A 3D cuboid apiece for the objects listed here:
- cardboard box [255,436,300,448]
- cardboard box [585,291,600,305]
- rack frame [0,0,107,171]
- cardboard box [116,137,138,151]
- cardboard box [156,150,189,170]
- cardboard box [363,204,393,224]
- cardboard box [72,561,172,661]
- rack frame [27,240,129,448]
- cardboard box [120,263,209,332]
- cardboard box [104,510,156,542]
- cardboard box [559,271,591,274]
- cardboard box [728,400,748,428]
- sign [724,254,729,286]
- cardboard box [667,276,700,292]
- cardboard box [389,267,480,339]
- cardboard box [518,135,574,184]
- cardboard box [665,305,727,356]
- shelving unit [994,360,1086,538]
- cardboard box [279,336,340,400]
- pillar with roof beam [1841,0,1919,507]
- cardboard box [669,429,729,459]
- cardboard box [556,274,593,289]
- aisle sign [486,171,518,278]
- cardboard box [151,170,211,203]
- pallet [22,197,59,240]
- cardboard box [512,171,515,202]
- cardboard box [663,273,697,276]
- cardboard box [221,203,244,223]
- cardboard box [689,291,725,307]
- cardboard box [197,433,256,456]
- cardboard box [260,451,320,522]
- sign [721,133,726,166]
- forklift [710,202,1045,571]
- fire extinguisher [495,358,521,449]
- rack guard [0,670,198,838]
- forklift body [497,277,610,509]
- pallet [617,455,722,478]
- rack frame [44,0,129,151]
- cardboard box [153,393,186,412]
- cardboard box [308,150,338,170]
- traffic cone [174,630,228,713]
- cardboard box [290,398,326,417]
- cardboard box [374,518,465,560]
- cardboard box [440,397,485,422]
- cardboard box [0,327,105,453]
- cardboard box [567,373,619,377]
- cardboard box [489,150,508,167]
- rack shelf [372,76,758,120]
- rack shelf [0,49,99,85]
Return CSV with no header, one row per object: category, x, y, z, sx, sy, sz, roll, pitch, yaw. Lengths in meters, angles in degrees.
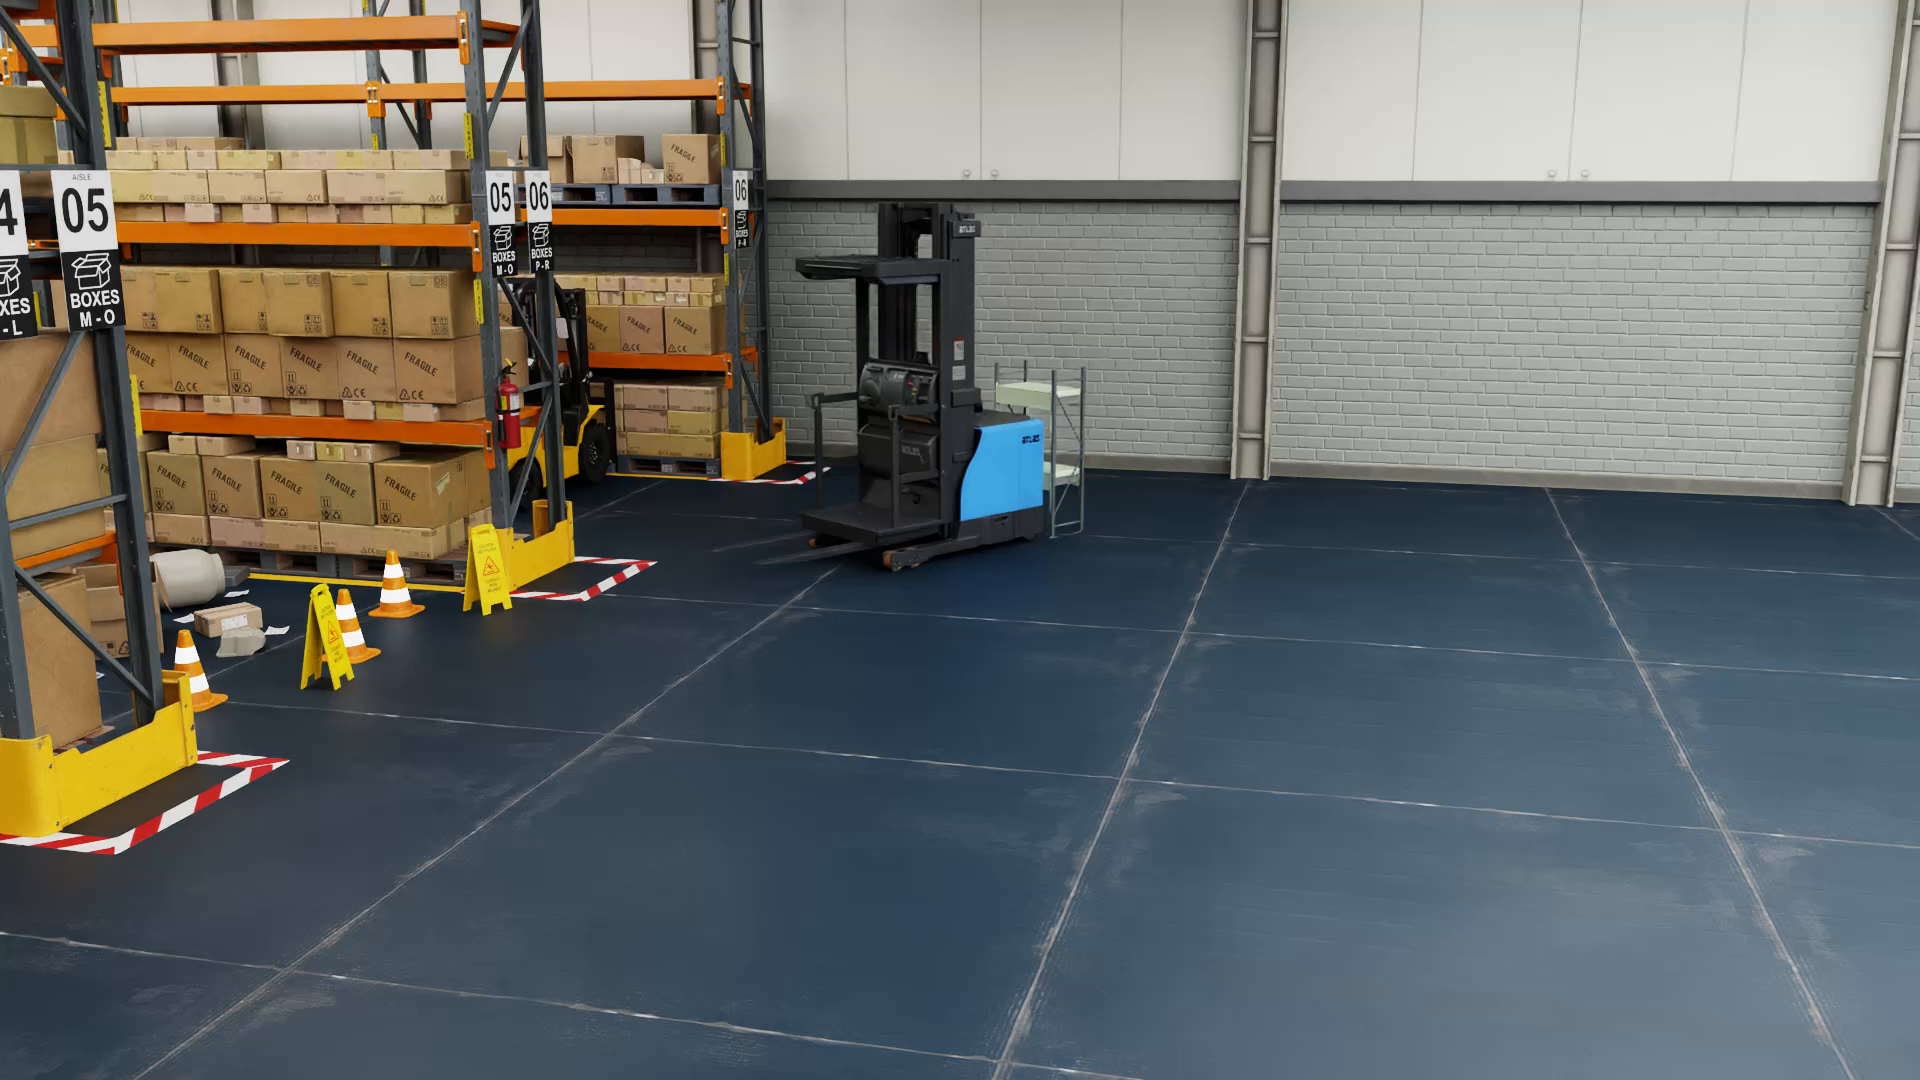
cardboard box,-5.705,-0.590,14.117,0.500,0.500,0.500,4,13,17
cardboard box,-3.919,-2.611,17.847,0.250,0.149,0.380,3,13,14
rack frame,-4.538,-3.063,7.765,0.127,3.000,1.000,3,13,14
cardboard box,-9.386,-4.318,18.914,0.500,0.500,0.500,3,13,14
cardboard box,-6.091,-2.990,13.098,0.250,0.149,0.380,3,13,12
cardboard box,-4.363,-2.509,12.772,0.250,0.149,0.380,3,13,15
cardboard box,-5.762,0.479,11.412,0.637,0.503,0.797,-6,14,-25
rack frame,-7.334,-1.388,14.066,0.127,3.000,1.000,3,13,14
cardboard box,-6.468,-1.971,13.466,0.500,0.500,0.700,3,13,14
cardboard box,-6.825,-0.163,13.924,0.500,0.250,0.500,2,13,11
cardboard box,-4.292,-2.897,18.451,0.250,0.149,0.380,3,13,15
cardboard box,-2.671,-1.399,18.341,0.500,0.250,0.500,3,13,15
sign,-2.408,-2.792,17.173,0.005,0.325,0.100,3,13,14
cardboard box,-2.910,-2.716,17.635,0.250,0.149,0.380,3,13,14
cardboard box,-3.998,-1.843,12.891,0.500,0.500,0.700,3,13,12
cardboard box,-4.282,-4.078,17.823,0.637,0.503,0.797,3,13,15
cardboard box,-2.805,-2.244,17.691,0.500,0.500,0.500,3,13,12
shelving unit,0.713,-0.836,15.038,0.431,1.500,0.755,-11,17,-41
cardboard box,-5.013,-1.399,13.195,0.500,0.500,0.500,3,13,13
pillar with roof beam,7.895,-3.851,11.316,0.400,9.000,9.100,3,13,14
cardboard box,-2.796,-1.045,17.898,0.500,0.250,0.500,3,13,14
cardboard box,-4.153,-2.788,17.960,0.250,0.149,0.380,3,13,14
aisle sign,-3.459,-2.386,12.559,0.004,0.787,0.394,3,13,14
cardboard box,-5.986,-2.791,13.121,0.500,0.250,0.500,3,13,14
pallet,-5.261,-1.592,8.263,1.213,0.211,1.003,3,13,14
cardboard box,-3.874,-2.799,13.159,0.500,0.250,0.500,3,13,13
cardboard box,-3.045,-2.829,18.145,0.250,0.149,0.380,3,13,15
cardboard box,-5.590,-2.582,13.100,0.250,0.149,0.380,3,13,14
cardboard box,-2.668,-2.549,17.570,0.250,0.149,0.380,3,13,14
cardboard box,-5.957,-0.788,13.508,0.250,0.149,0.380,4,13,17
cardboard box,-5.286,-0.450,13.485,0.500,0.500,0.500,3,13,12
sign,-2.408,-3.969,16.912,0.005,0.325,0.100,3,13,14
forklift,-0.672,-1.302,13.836,3.031,2.935,1.130,-11,17,-42
fire extinguisher,-3.449,-1.040,12.675,0.183,0.674,0.296,3,13,14
rack guard,-4.515,1.087,8.680,0.348,0.500,1.175,3,13,14
forklift body,-4.543,-1.525,16.642,1.214,2.155,2.313,3,13,14
pallet,-3.017,-0.894,18.277,1.213,0.211,1.003,3,13,14
rack frame,-10.031,-5.569,19.057,0.127,3.000,1.000,3,13,14
cardboard box,-6.350,-1.152,13.581,0.250,0.149,0.380,3,13,15
cardboard box,-4.812,-2.936,12.856,0.250,0.149,0.380,3,13,14
traffic cone,-4.713,0.778,10.159,0.334,0.463,0.336,3,13,14
cardboard box,-5.123,-1.084,13.275,0.250,0.149,0.380,3,13,13
cardboard box,-4.323,-0.030,13.322,0.500,0.250,0.500,3,13,13
cardboard box,-3.864,-1.032,13.042,0.250,0.149,0.380,4,13,15
cardboard box,-4.889,-0.762,8.405,0.550,0.550,0.875,3,13,14
cardboard box,-4.150,-1.722,18.638,0.500,0.250,0.500,3,13,12
cardboard box,-3.746,-2.973,13.022,0.250,0.149,0.380,3,13,13
rack shelf,-4.206,-4.711,17.775,4.000,0.370,1.077,3,13,14
rack shelf,-9.275,-3.874,14.005,4.000,0.370,1.077,3,13,14
